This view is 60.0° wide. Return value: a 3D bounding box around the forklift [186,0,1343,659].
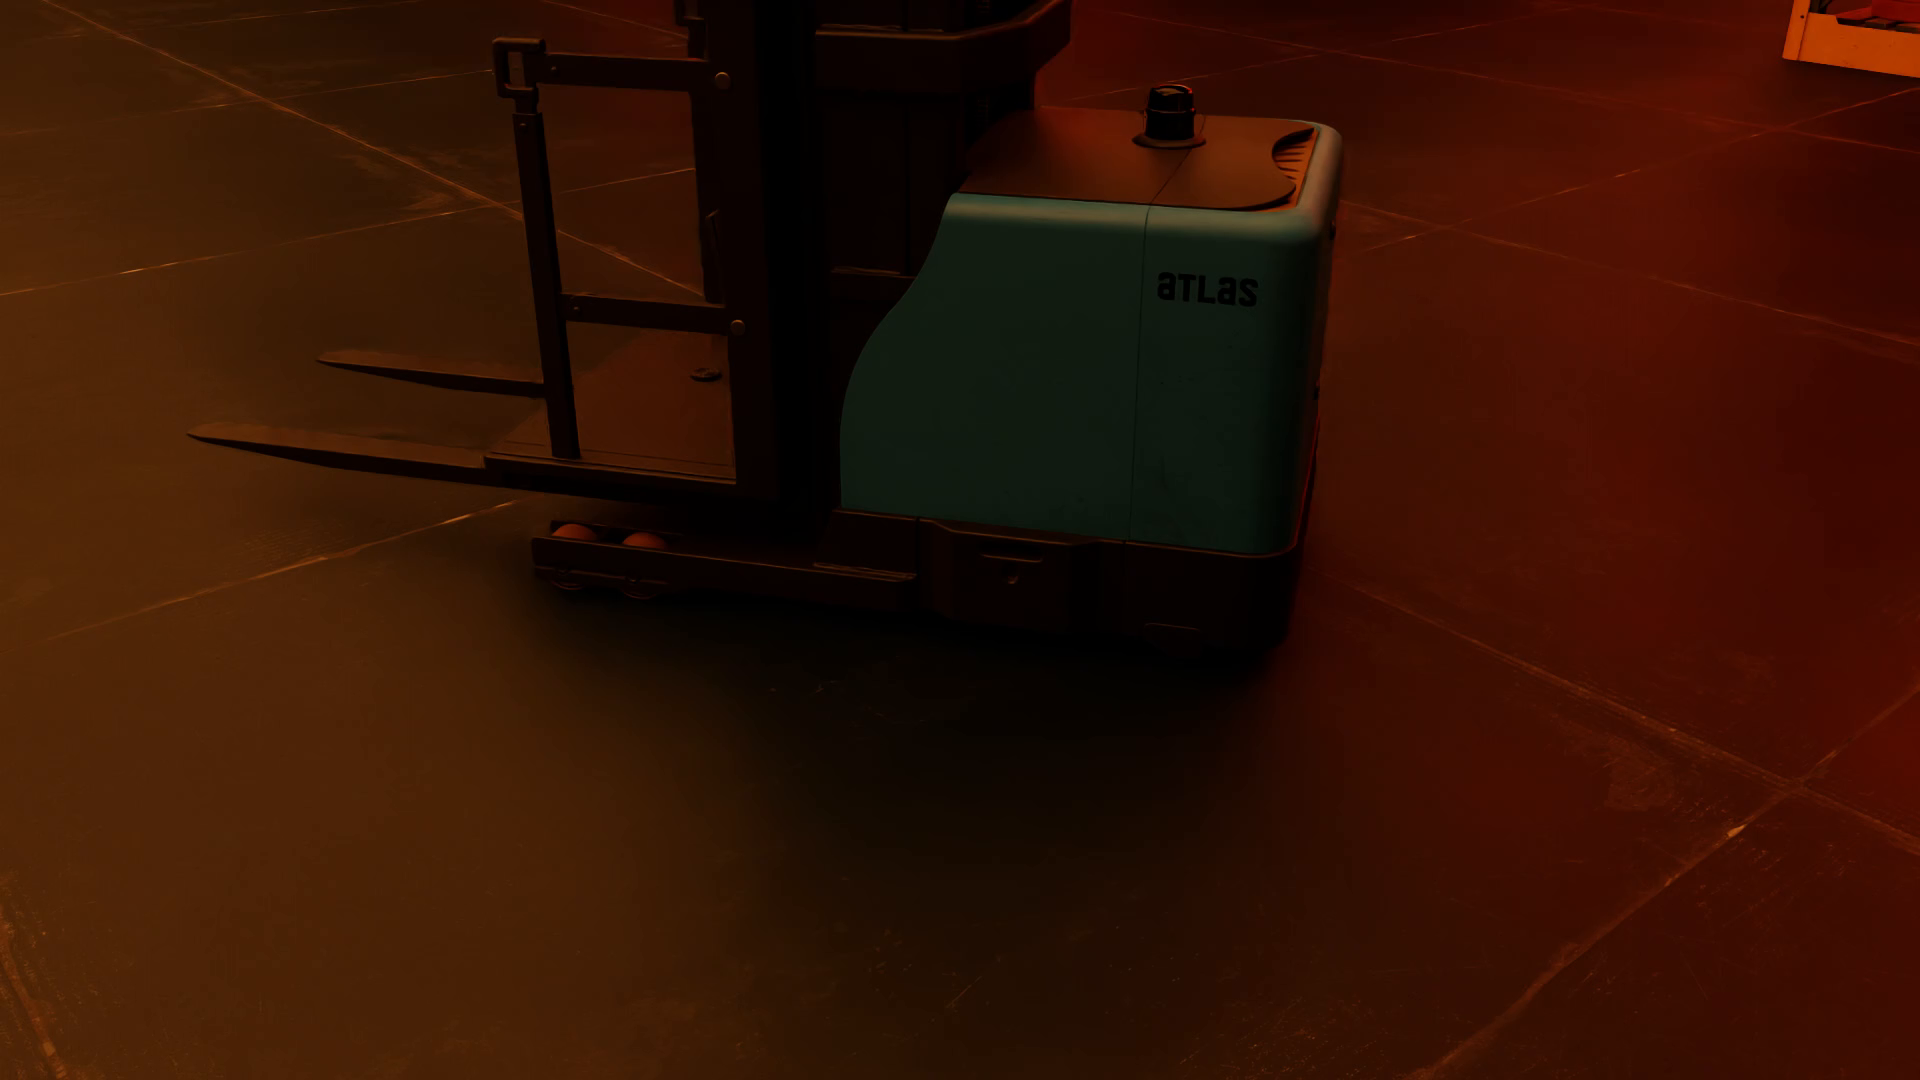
[{"bbox_3d":[-0.591,-1.381,3.986,3.031,2.935,1.130,7,27,13],"label":"forklift"}]
